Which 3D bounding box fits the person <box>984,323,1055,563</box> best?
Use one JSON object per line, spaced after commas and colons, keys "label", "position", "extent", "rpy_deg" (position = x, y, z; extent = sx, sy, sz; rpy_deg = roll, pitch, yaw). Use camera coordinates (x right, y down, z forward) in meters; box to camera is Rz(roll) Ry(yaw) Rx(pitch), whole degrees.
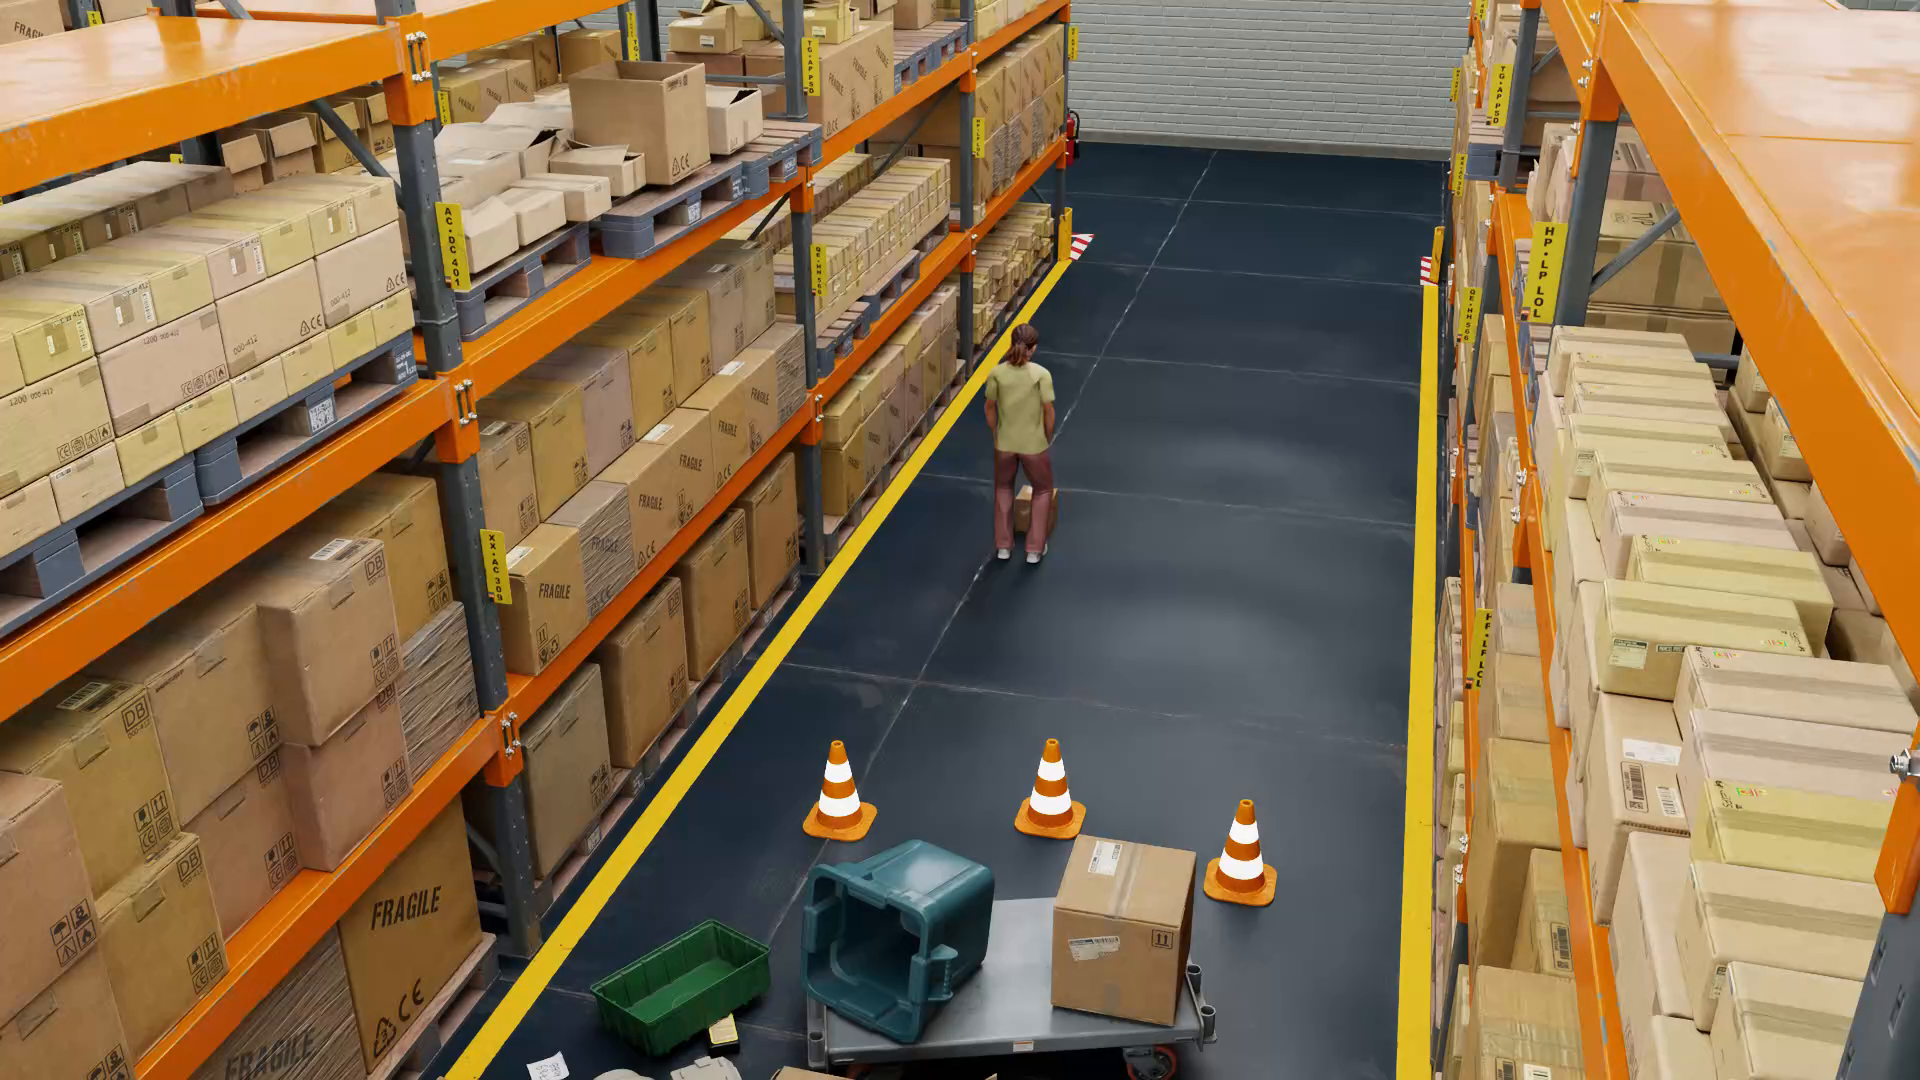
{"label": "person", "position": [0.394, -0.637, 11.046], "extent": [0.478, 1.603, 0.426], "rpy_deg": [7, 26, 14]}
